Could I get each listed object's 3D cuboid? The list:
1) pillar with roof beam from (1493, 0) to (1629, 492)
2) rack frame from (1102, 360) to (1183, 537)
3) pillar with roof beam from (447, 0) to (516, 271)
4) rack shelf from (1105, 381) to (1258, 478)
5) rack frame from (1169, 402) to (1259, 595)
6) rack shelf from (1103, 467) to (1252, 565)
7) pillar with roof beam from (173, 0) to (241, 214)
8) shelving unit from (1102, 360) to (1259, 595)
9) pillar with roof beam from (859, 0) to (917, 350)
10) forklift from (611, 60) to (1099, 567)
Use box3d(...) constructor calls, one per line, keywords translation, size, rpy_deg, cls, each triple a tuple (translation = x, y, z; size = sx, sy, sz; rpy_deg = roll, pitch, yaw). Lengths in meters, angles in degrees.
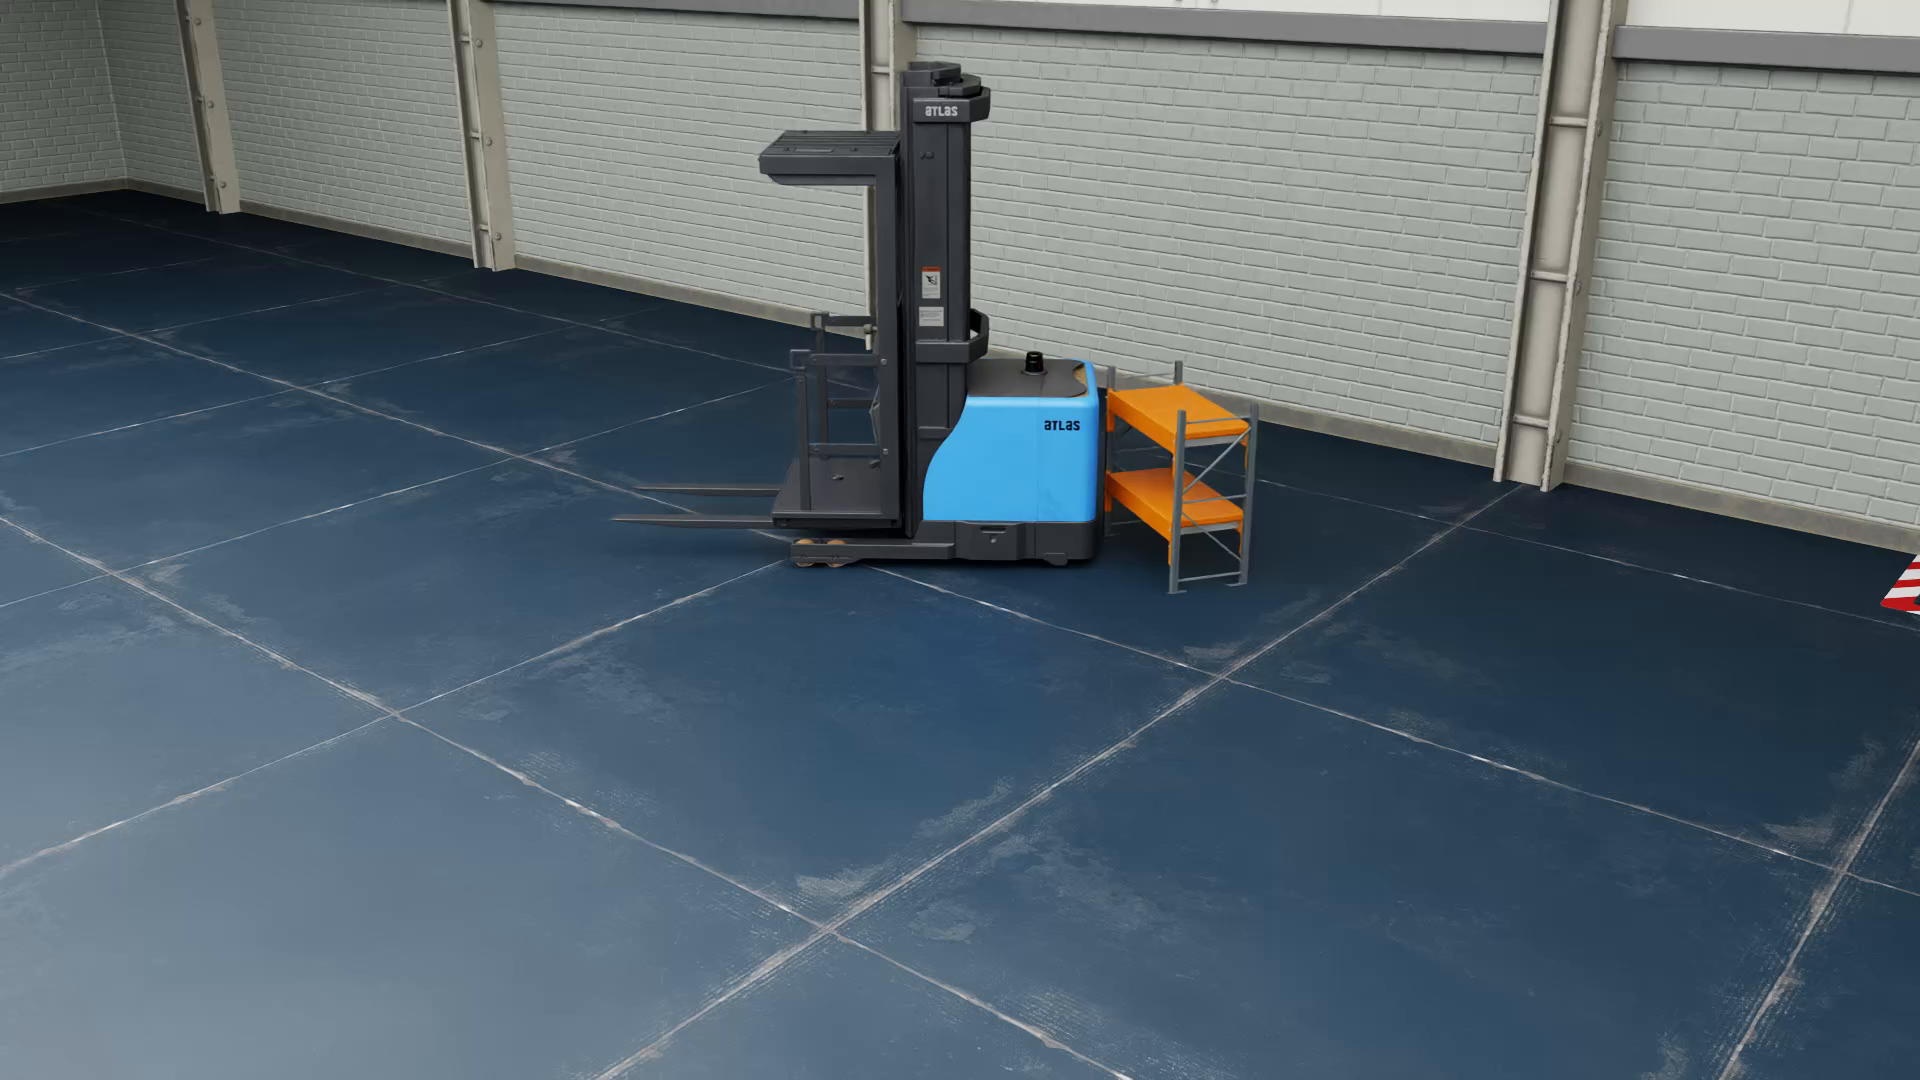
box3d(translation=(1.305, -3.454, 7.074), size=(0.400, 9.000, 9.100), rpy_deg=(16, 26, 36), cls="pillar with roof beam")
box3d(translation=(1.161, -0.576, 10.601), size=(0.500, 1.125, 0.032), rpy_deg=(-7, 22, -17), cls="rack frame")
box3d(translation=(-7.992, -6.131, 14.173), size=(0.400, 9.000, 9.100), rpy_deg=(16, 26, 36), cls="pillar with roof beam")
box3d(translation=(1.319, -0.679, 10.045), size=(0.538, 0.278, 1.000), rpy_deg=(-7, 22, -17), cls="rack shelf")
box3d(translation=(1.477, -0.235, 9.697), size=(0.500, 1.125, 0.032), rpy_deg=(-7, 22, -17), cls="rack frame")
box3d(translation=(1.319, -0.176, 10.235), size=(0.538, 0.278, 1.000), rpy_deg=(-7, 22, -17), cls="rack shelf")
box3d(translation=(-12.640, -7.470, 17.723), size=(0.400, 9.000, 9.100), rpy_deg=(16, 26, 36), cls="pillar with roof beam")
box3d(translation=(1.319, -0.405, 10.149), size=(0.538, 1.125, 1.048), rpy_deg=(-7, 22, -17), cls="shelving unit")
box3d(translation=(-3.344, -4.792, 10.623), size=(0.400, 9.000, 9.100), rpy_deg=(16, 26, 36), cls="pillar with roof beam")
box3d(translation=(-0.655, -1.389, 10.197), size=(3.031, 2.935, 1.130), rpy_deg=(1, 21, 2), cls="forklift")
